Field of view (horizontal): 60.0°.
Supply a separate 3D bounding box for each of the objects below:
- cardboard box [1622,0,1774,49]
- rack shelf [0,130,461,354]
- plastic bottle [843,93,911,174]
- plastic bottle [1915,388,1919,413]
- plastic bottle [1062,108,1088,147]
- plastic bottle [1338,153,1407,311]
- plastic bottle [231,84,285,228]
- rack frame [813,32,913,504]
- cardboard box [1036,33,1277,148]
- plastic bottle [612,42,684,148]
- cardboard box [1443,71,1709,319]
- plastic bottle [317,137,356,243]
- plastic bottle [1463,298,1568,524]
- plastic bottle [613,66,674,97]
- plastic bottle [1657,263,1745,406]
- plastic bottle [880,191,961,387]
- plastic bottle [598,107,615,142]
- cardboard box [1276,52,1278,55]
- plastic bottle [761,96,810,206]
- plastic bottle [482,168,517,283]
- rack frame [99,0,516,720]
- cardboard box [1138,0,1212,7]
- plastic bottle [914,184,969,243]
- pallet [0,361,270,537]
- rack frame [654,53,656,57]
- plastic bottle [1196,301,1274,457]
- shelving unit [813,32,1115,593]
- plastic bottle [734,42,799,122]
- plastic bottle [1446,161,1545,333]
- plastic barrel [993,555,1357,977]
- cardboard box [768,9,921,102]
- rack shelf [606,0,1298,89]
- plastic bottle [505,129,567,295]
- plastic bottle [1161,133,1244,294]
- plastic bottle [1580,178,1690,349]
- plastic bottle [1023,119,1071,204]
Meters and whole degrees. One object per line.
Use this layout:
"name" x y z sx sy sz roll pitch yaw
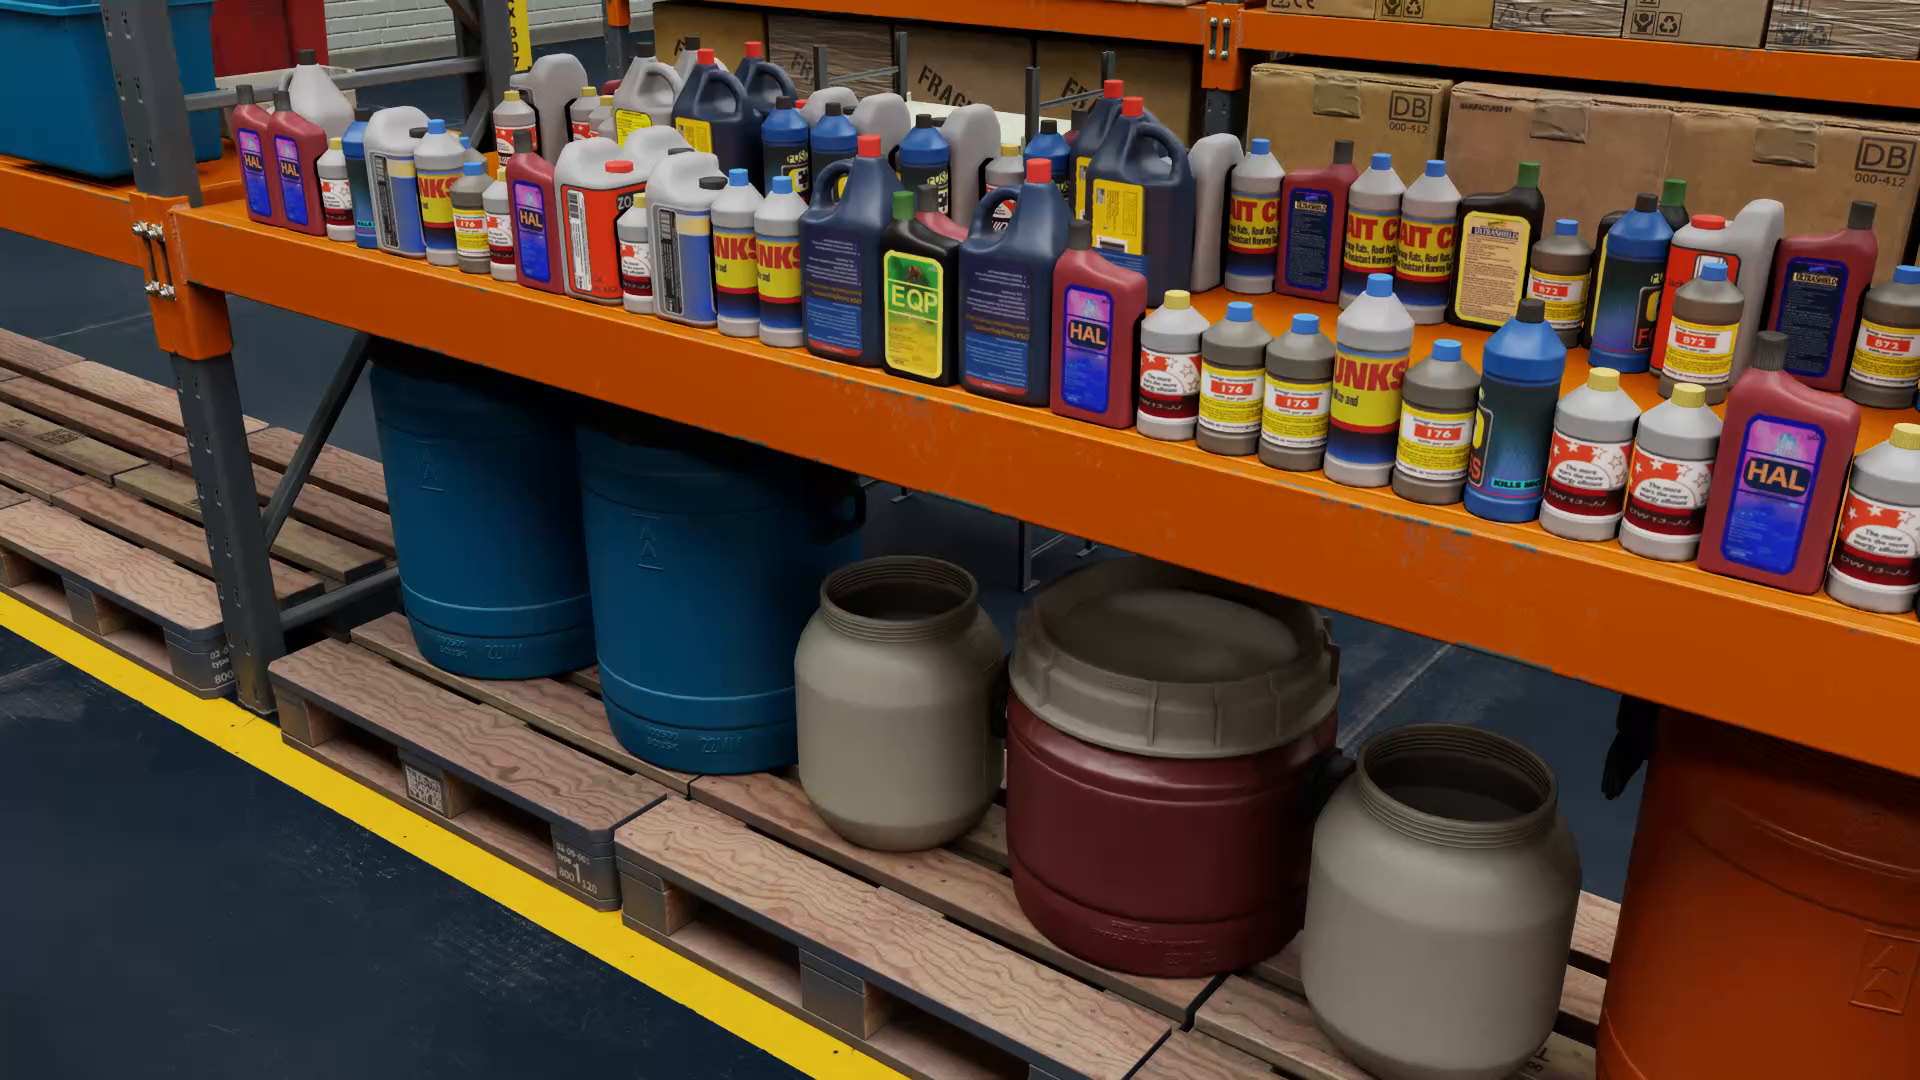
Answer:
"cardboard box" 2.899 -2.179 6.352 0.500 0.500 0.500 17 29 34
"rack shelf" -3.109 -1.248 5.253 4.000 0.370 1.077 17 29 33
"plastic bottle" -0.196 -0.803 3.505 0.135 0.276 0.152 17 29 33
"plastic bottle" 1.463 -0.313 2.399 0.097 0.271 0.097 0 24 0
"plastic bottle" 0.202 -0.709 3.283 0.133 0.283 0.061 17 29 33
"plastic bottle" 0.724 -0.536 2.906 0.097 0.271 0.097 0 24 0
"plastic bottle" -1.471 -0.813 3.521 0.133 0.283 0.061 17 29 33
"rack frame" -0.288 -0.773 5.145 0.023 1.500 0.400 17 29 33
"cardboard box" 0.981 -2.096 8.402 0.875 0.875 0.875 17 29 33
"plastic bottle" -0.664 -0.907 3.650 0.185 0.351 0.144 17 29 33
"cardboard box" 2.701 -1.547 7.155 0.875 0.875 1.225 16 28 32
"plastic bottle" -1.261 -0.722 3.414 0.097 0.201 0.097 0 24 0
"plastic bottle" 0.690 -0.164 2.061 0.097 0.271 0.097 0 24 0
"plastic bottle" -0.707 -0.957 3.856 0.135 0.276 0.152 17 29 33
"plastic bottle" 1.109 -0.311 2.482 0.097 0.201 0.097 0 24 0
"plastic bottle" -0.057 -0.386 2.550 0.133 0.283 0.061 17 29 33
"plastic bottle" -0.767 -0.878 3.769 0.097 0.201 0.097 0 24 0
"cardboard box" 2.425 -3.803 12.807 0.250 0.149 0.380 15 28 31
"plastic bottle" -0.364 -0.788 3.478 0.097 0.271 0.097 0 24 0
"plastic bottle" -0.842 -0.595 3.126 0.097 0.201 0.097 0 24 0
"rack frame" -1.509 -1.093 4.011 0.127 3.000 1.000 17 29 33
"cardboard box" 1.021 -2.544 7.616 0.250 0.149 0.380 17 29 34
"plastic bottle" -0.020 -0.406 2.595 0.133 0.283 0.061 17 29 33
"pallet" -3.101 -0.277 5.617 1.213 0.211 1.003 17 29 33
"rack frame" -1.737 -3.659 9.835 0.053 2.616 0.949 17 29 33
"plastic bottle" 0.379 -0.226 2.289 0.097 0.201 0.097 0 24 0
"shelving unit" 0.005 -0.685 4.944 0.755 1.500 0.431 17 29 33
"plastic bottle" -0.429 -0.909 3.654 0.185 0.351 0.144 17 29 33
"plastic bottle" 0.905 -0.496 2.801 0.133 0.283 0.061 17 29 33
"plastic barrel" 0.386 0.400 3.093 0.708 0.588 0.600 17 29 33
"cardboard box" -0.451 -2.529 9.385 0.875 0.875 0.875 17 29 33
"rack shelf" -0.139 -2.846 8.880 4.000 0.370 1.077 17 29 33
"plastic bottle" -0.761 -0.599 3.033 0.133 0.283 0.061 17 29 33
"plastic bottle" 0.430 -0.613 3.076 0.135 0.276 0.152 17 29 33
"plastic bottle" 1.089 -0.440 2.674 0.133 0.283 0.061 17 29 33
"plastic bottle" 0.169 -0.673 3.217 0.097 0.271 0.097 0 24 0
